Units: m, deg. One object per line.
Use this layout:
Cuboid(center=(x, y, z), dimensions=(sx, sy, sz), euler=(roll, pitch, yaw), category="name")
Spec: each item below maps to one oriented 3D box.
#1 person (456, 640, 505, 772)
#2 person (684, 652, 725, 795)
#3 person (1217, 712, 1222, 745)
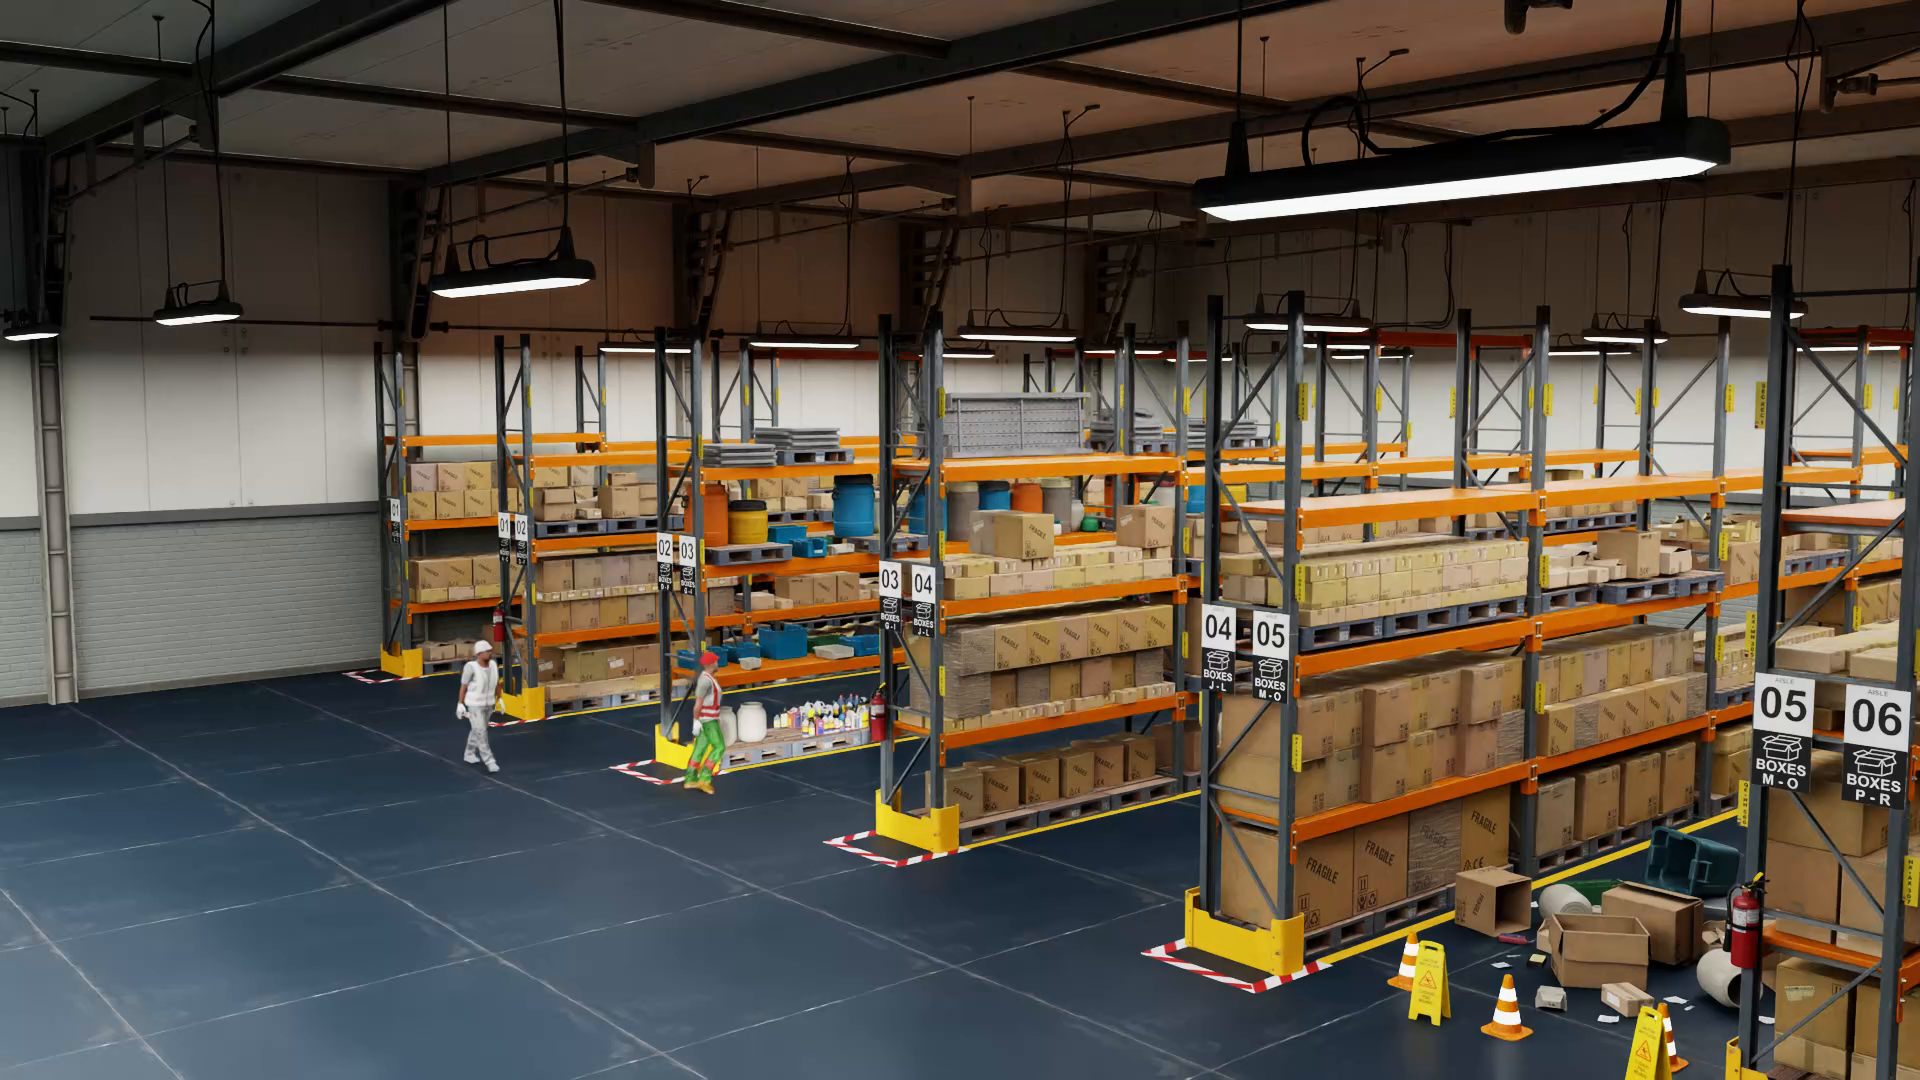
Cuboid(center=(-6.469, 2.220, 22.567), dimensions=(0.985, 1.719, 0.629), euler=(4, 7, 38), category="person")
Cuboid(center=(-3.283, 2.327, 21.372), dimensions=(0.546, 1.793, 0.608), euler=(0, 5, -3), category="person")
Cuboid(center=(3.202, 2.546, 19.627), dimensions=(0.464, 1.624, 1.002), euler=(4, 7, 39), category="person")
